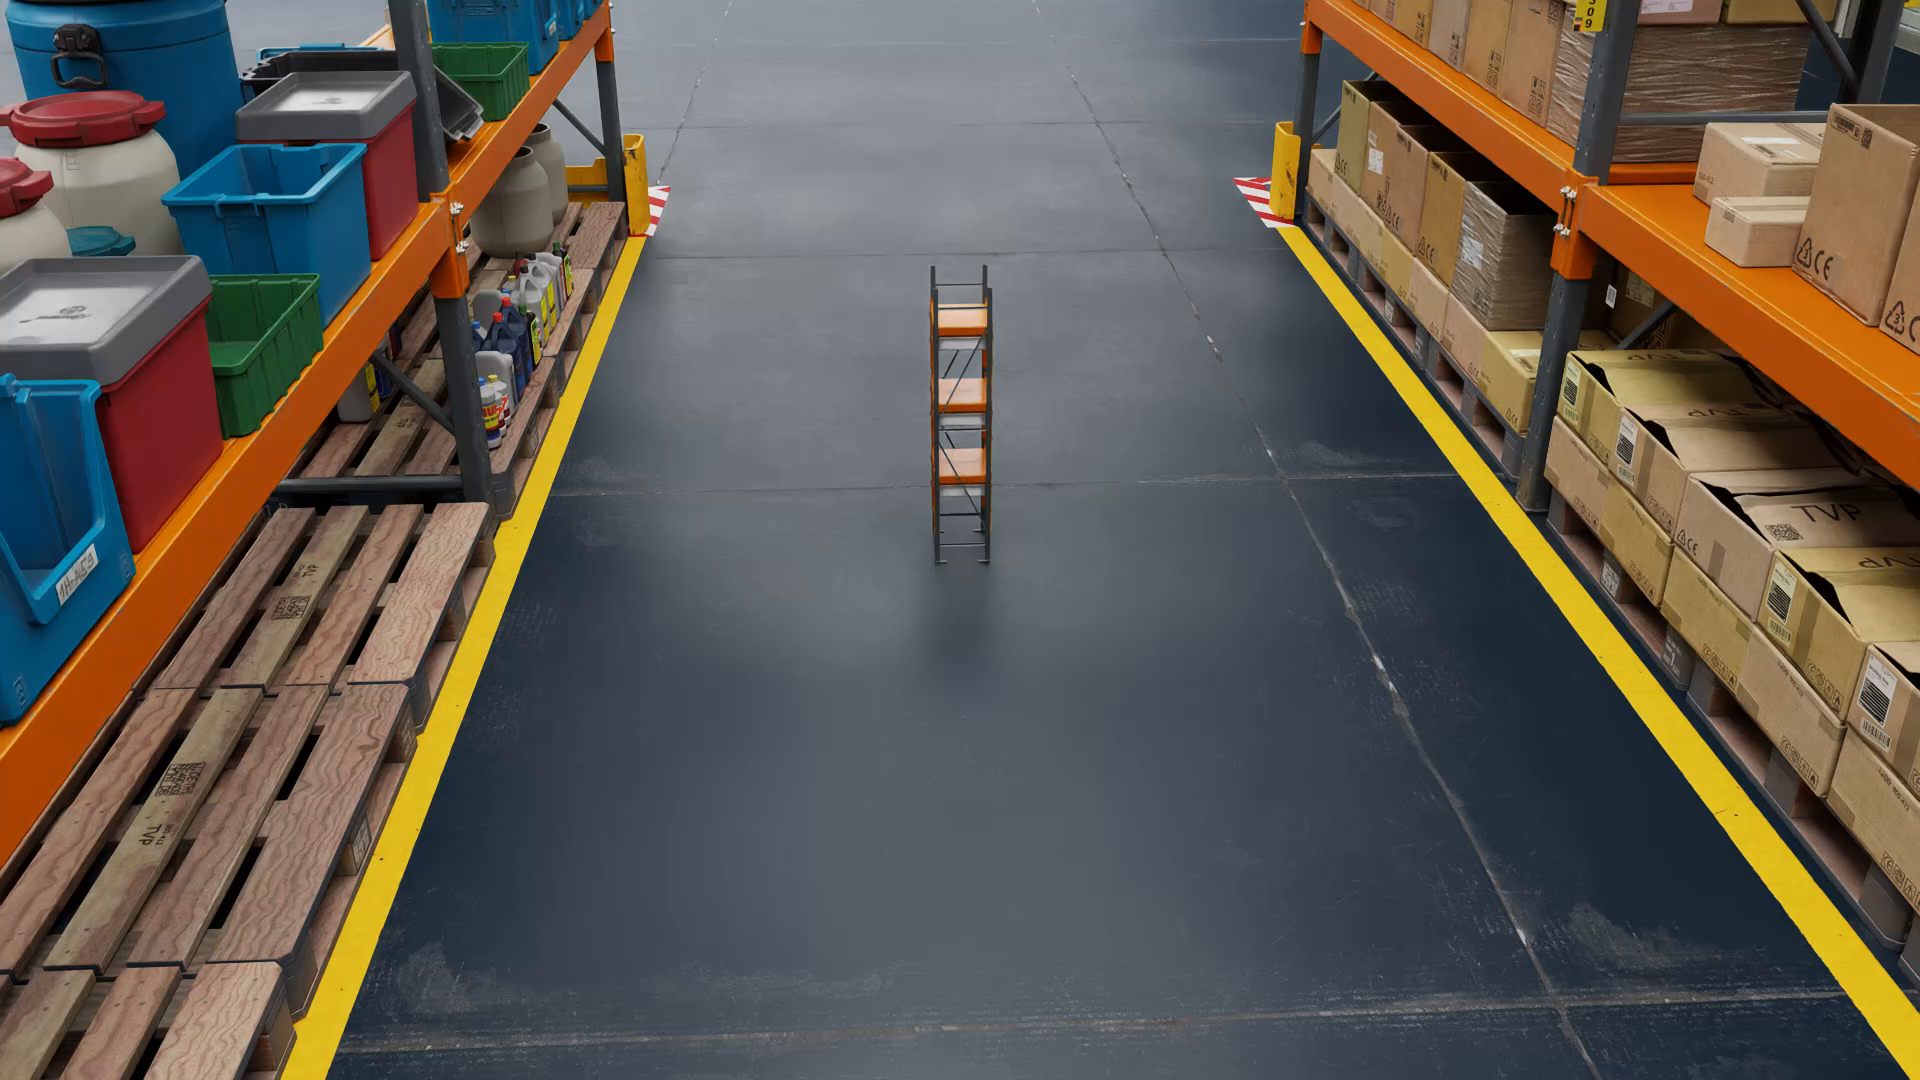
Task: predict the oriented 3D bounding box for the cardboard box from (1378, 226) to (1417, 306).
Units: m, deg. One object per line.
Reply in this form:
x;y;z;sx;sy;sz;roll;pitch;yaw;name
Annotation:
2.361;-1.339;8.093;0.500;0.250;0.500;-1;28;-3;cardboard box

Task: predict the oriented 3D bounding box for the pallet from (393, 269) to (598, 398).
-2.320;-0.992;7.924;1.003;0.211;1.213;-1;28;-3;pallet

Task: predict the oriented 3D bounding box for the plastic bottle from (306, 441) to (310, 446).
-2.590;-0.467;6.452;0.097;0.201;0.097;0;28;0;plastic bottle

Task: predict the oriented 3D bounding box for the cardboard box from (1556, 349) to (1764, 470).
2.460;-0.489;5.857;0.500;0.311;0.500;-1;28;-2;cardboard box

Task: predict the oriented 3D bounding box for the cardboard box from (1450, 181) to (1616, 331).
2.430;-1.210;7.035;0.500;0.500;0.500;-1;28;-3;cardboard box

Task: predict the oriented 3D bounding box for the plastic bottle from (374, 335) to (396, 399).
-2.445;-0.734;6.884;0.152;0.276;0.135;-1;28;-3;plastic bottle

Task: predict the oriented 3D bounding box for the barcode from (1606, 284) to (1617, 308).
2.285;-0.855;5.835;0.001;0.075;0.075;-1;28;-3;barcode

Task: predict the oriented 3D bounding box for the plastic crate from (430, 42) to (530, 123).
-2.049;-1.892;6.864;0.450;0.188;0.662;-1;28;-3;plastic crate

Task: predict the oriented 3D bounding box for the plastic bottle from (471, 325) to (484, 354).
-2.031;-0.752;6.838;0.144;0.351;0.185;-1;28;-3;plastic bottle

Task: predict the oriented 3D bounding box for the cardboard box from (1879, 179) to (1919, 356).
2.764;-0.685;4.212;0.500;0.500;0.500;-1;28;-3;cardboard box

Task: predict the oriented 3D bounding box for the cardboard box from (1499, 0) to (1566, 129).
2.624;-1.963;6.662;0.700;0.500;0.500;-2;28;-3;cardboard box

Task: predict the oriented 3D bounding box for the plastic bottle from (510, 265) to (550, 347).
-1.920;-1.039;7.388;0.144;0.351;0.185;-2;28;-3;plastic bottle

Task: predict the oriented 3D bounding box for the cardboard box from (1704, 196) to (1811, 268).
2.529;-0.945;5.090;0.380;0.149;0.250;-1;28;-3;cardboard box

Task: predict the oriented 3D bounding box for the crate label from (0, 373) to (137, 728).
-1.833;0.014;2.942;0.502;0.435;0.616;-1;28;-3;crate label

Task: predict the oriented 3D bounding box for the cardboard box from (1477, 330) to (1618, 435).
2.445;-0.646;6.765;0.500;0.250;0.500;-1;28;-3;cardboard box

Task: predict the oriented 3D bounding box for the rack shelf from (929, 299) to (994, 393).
0.003;-0.683;5.834;0.215;0.259;0.240;-1;28;-3;rack shelf

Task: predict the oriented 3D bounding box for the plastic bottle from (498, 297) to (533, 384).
-1.897;-0.843;7.011;0.144;0.351;0.185;-3;28;-5;plastic bottle

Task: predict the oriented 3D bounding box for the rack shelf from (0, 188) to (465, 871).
-2.155;-0.110;3.995;1.077;0.370;4.000;-1;28;-3;rack shelf

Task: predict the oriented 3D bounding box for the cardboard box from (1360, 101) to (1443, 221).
2.351;-1.903;8.363;0.500;0.500;0.500;-1;28;-3;cardboard box

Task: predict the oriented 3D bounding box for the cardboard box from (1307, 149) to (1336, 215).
2.284;-2.032;9.421;0.500;0.250;0.500;-1;28;-3;cardboard box

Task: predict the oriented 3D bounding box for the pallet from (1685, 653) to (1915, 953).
2.831;0.670;4.737;1.003;0.211;1.213;-1;28;-3;pallet

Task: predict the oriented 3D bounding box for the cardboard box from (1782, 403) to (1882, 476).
3.028;-0.266;5.429;0.500;0.311;0.500;-1;28;-1;cardboard box

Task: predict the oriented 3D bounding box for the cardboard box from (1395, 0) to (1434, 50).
2.542;-2.674;8.026;0.700;0.500;0.500;-1;28;-2;cardboard box

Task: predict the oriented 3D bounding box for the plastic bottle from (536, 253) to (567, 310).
-1.949;-1.233;7.839;0.152;0.276;0.135;-1;28;-2;plastic bottle

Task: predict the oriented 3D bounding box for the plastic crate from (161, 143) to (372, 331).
-1.892;-0.844;4.641;0.392;0.384;0.575;-1;28;-3;plastic crate

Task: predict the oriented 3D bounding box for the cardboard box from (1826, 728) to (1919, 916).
2.571;0.702;4.179;0.500;0.250;0.500;-1;28;-1;cardboard box

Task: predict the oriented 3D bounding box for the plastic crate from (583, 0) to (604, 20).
-2.144;-2.910;8.746;0.499;0.251;0.616;-1;28;-3;plastic crate

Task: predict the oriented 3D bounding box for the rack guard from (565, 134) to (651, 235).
-2.418;-2.057;9.654;1.175;0.500;0.348;-1;28;-3;rack guard

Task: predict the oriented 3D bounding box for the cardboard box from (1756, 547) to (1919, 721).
2.541;0.221;4.496;0.500;0.311;0.500;-1;28;-1;cardboard box

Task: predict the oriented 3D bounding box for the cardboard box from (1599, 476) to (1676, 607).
2.486;-0.009;5.543;0.500;0.250;0.500;-1;28;-1;cardboard box

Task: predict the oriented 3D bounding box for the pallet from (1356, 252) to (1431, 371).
2.621;-1.167;8.259;1.003;0.211;1.213;-1;28;-3;pallet

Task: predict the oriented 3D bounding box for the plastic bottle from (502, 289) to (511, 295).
-2.048;-1.036;7.543;0.097;0.201;0.097;0;28;0;plastic bottle

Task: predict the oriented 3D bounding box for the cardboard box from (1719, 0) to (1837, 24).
2.866;-1.931;5.899;0.380;0.149;0.250;-1;28;-3;cardboard box

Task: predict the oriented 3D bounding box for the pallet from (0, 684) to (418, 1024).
-2.113;0.810;4.468;1.003;0.211;1.213;-1;28;-3;pallet

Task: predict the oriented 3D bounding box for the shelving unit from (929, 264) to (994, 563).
0.003;-0.441;5.960;0.215;1.050;0.252;-1;28;-3;shelving unit

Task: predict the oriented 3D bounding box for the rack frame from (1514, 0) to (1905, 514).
2.687;-1.470;5.826;1.000;3.000;0.127;-1;28;-3;rack frame

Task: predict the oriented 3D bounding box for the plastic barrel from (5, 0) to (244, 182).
-2.542;-1.389;5.127;0.600;0.901;0.708;-1;28;-3;plastic barrel

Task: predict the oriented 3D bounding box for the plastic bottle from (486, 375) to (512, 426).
-1.849;-0.558;6.627;0.097;0.201;0.097;0;28;0;plastic bottle

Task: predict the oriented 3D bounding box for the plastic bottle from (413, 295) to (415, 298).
-2.680;-1.261;7.975;0.097;0.201;0.097;0;28;0;plastic bottle

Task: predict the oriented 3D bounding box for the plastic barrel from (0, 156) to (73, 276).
-2.391;-0.627;4.061;0.433;0.535;0.433;0;28;0;plastic barrel

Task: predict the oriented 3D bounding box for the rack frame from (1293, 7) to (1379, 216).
2.478;-3.318;9.367;1.000;3.000;0.127;-1;28;-3;rack frame
